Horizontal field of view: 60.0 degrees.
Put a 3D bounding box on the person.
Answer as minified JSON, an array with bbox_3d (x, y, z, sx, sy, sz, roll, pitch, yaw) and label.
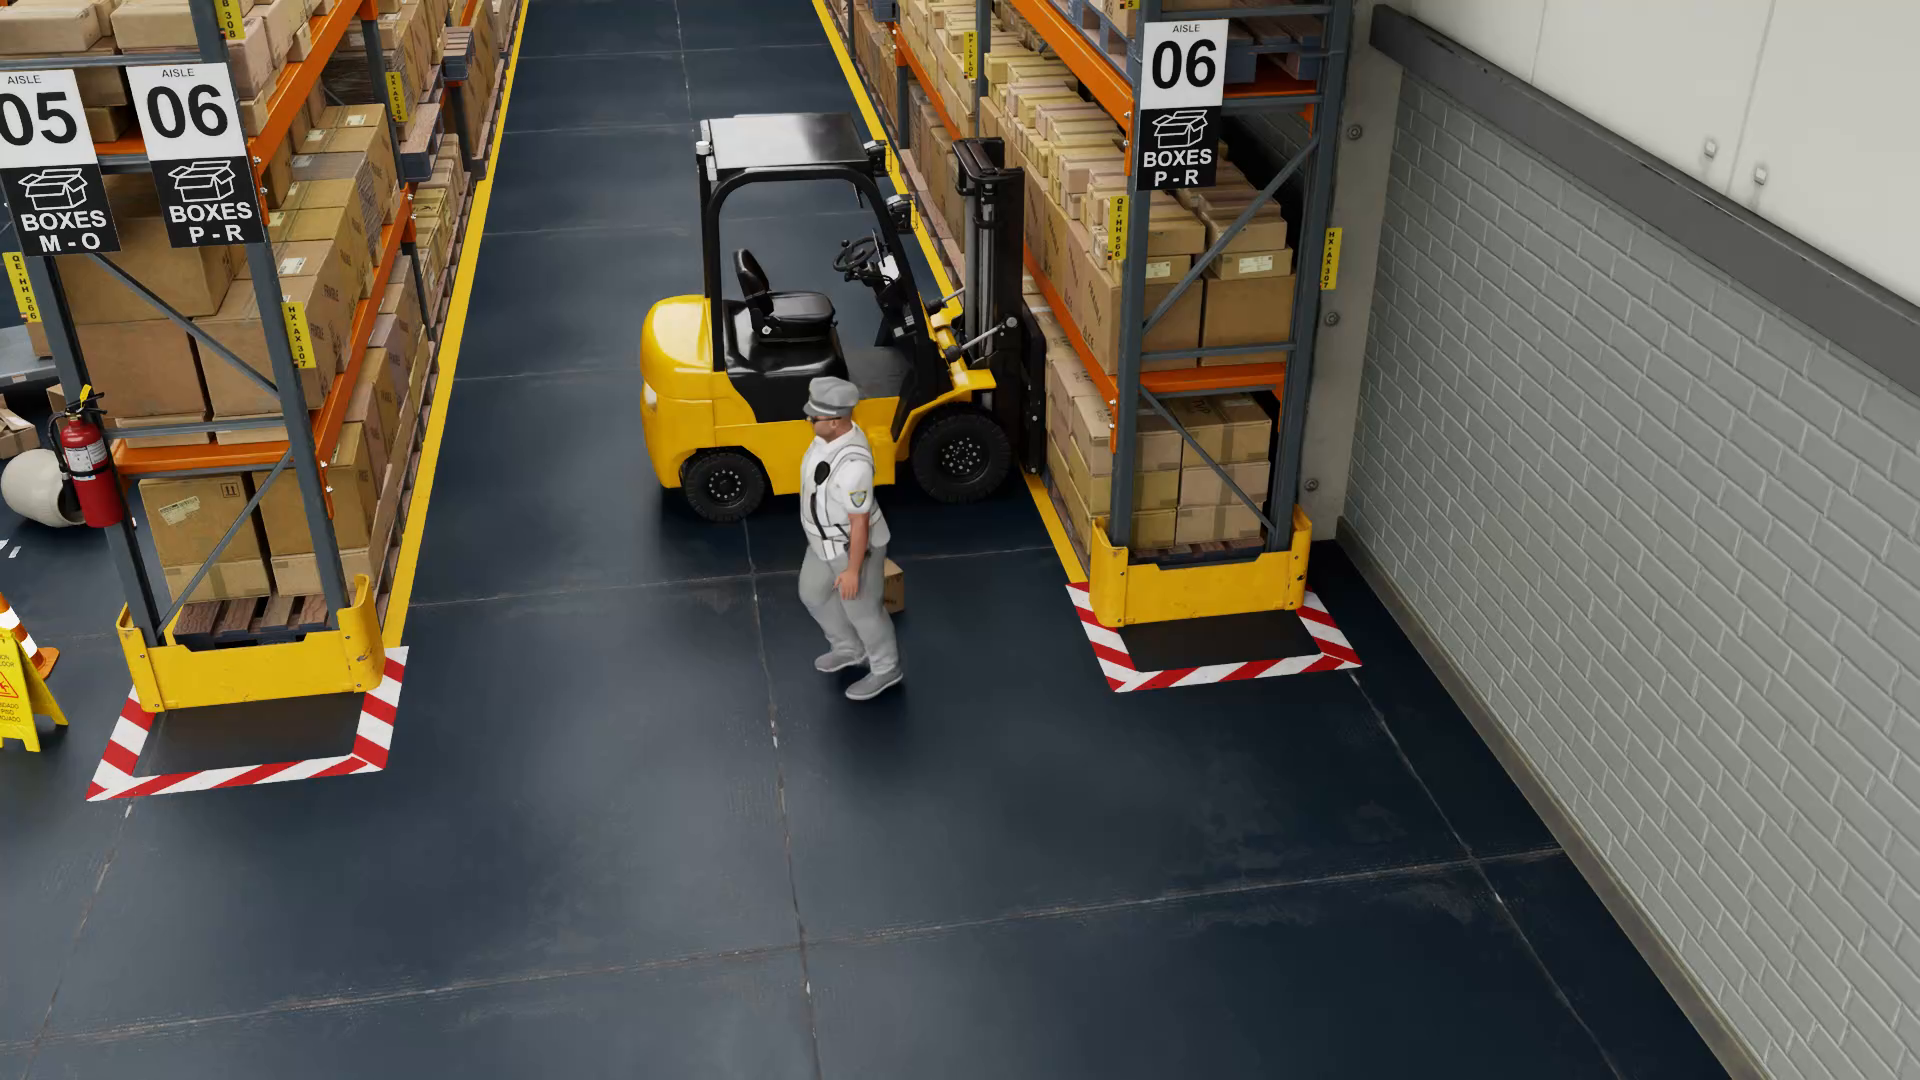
[{"bbox_3d":[-0.545,0.008,8.120,0.487,1.783,0.619,-13,33,-20],"label":"person"}]
